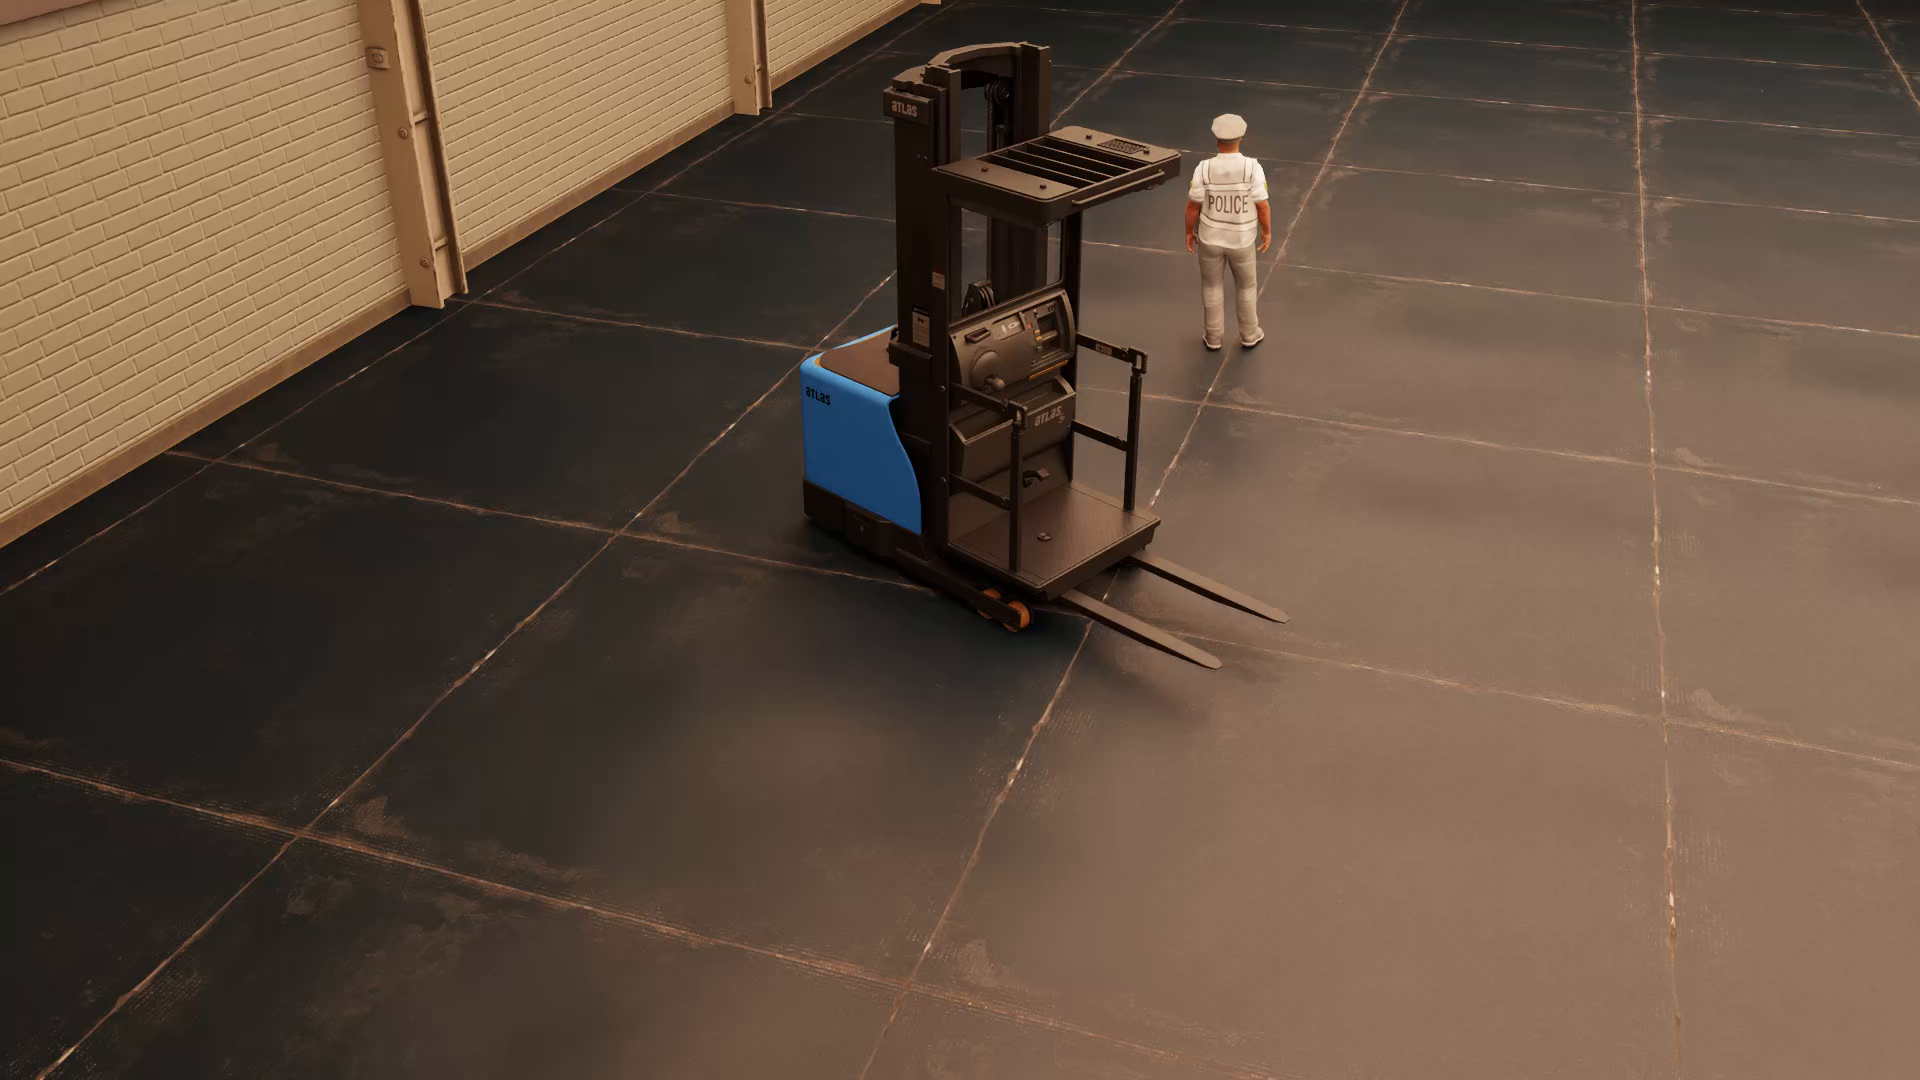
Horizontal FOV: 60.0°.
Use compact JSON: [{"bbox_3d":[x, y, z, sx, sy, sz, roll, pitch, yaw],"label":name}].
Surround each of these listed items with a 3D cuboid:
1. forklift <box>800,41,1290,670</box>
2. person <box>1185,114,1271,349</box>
[{"bbox_3d":[0.449,-1.059,8.994,3.031,2.935,1.130,25,38,37],"label":"forklift"},{"bbox_3d":[1.984,-2.273,12.270,0.640,1.780,0.575,6,30,11],"label":"person"}]
